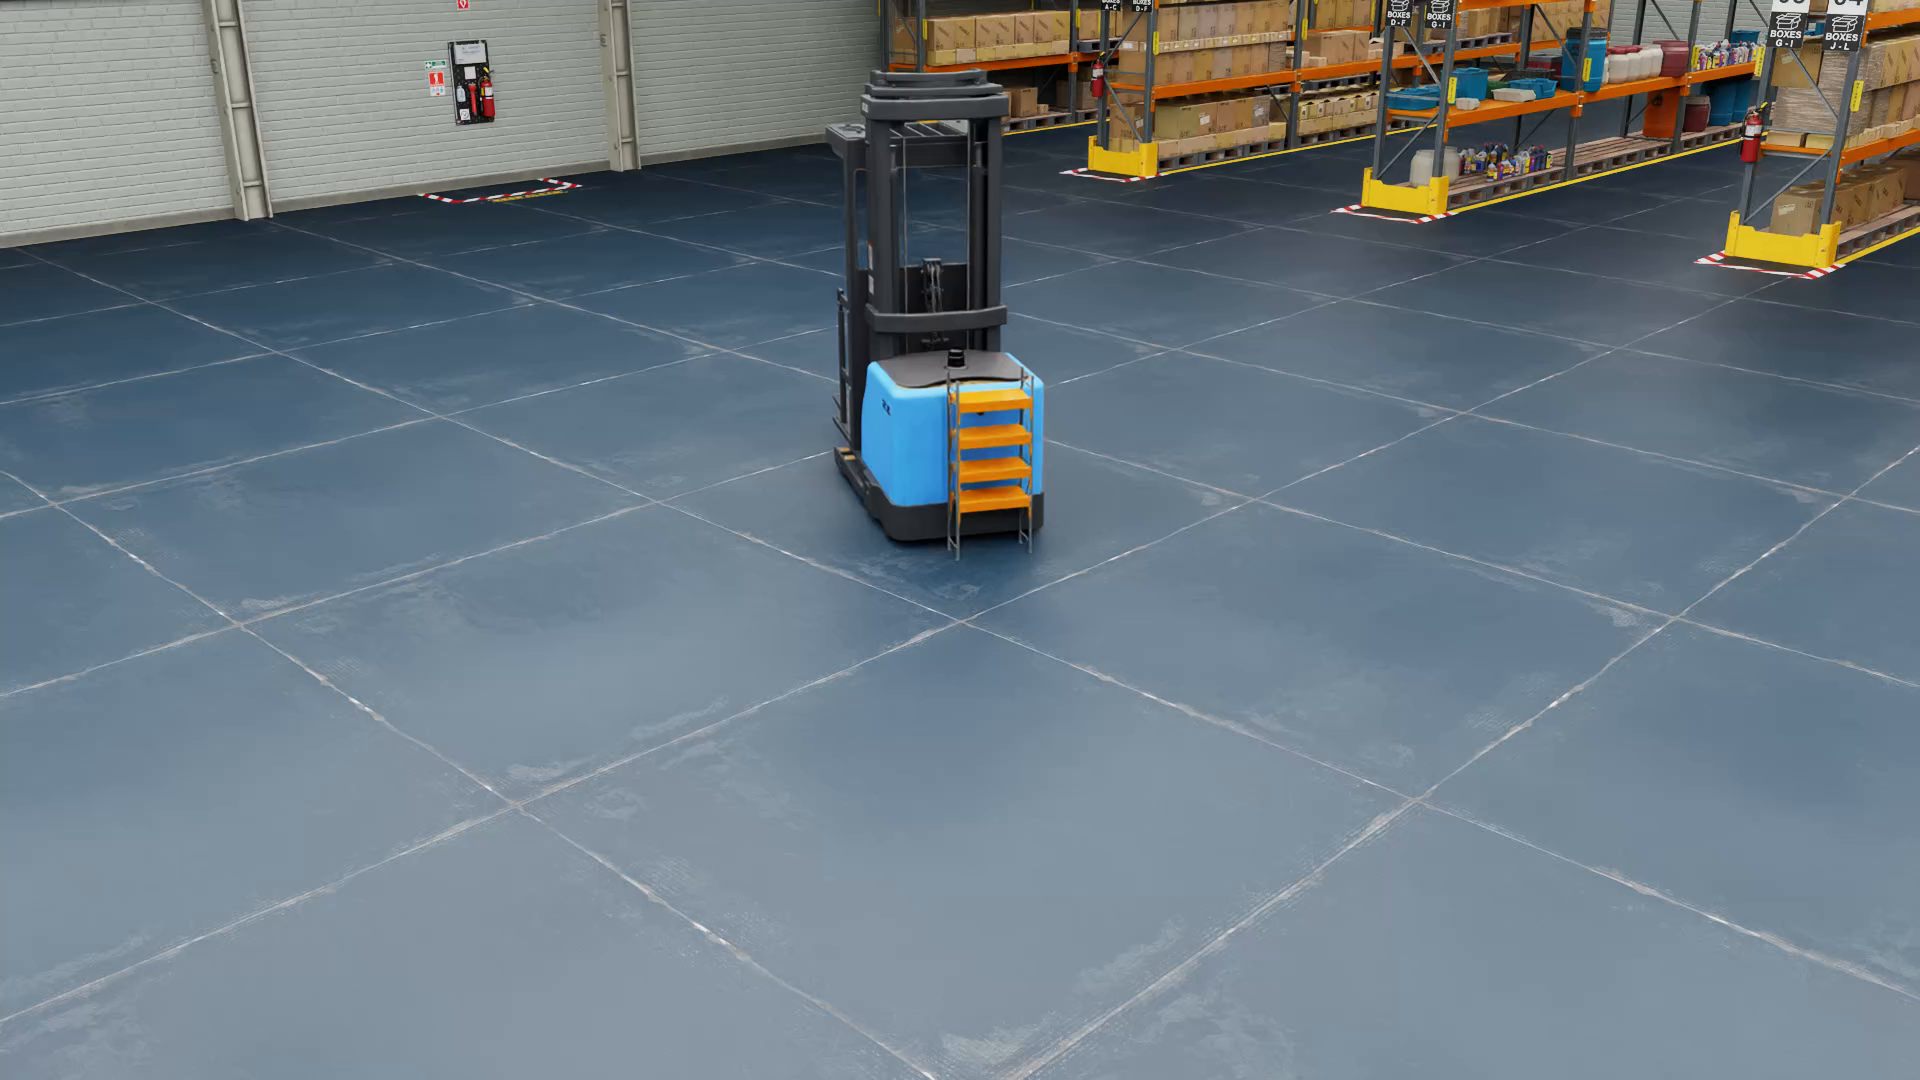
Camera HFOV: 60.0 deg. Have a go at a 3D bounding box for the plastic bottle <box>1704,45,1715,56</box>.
[{"bbox_3d":[13.346,-8.676,29.640,0.152,0.276,0.135,19,28,41],"label":"plastic bottle"}]

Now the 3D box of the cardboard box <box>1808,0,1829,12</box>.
[{"bbox_3d":[9.810,-6.227,19.123,0.500,0.250,0.500,-19,28,-41],"label":"cardboard box"}]

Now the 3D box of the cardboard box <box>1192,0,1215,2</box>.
[{"bbox_3d":[5.111,-11.090,34.119,0.500,0.250,0.500,-19,28,-41],"label":"cardboard box"}]

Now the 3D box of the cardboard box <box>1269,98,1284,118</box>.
[{"bbox_3d":[5.428,-7.568,29.050,0.500,0.311,0.500,19,28,41],"label":"cardboard box"}]

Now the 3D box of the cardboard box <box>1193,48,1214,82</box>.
[{"bbox_3d":[3.609,-7.616,26.569,0.700,0.500,0.500,19,28,41],"label":"cardboard box"}]

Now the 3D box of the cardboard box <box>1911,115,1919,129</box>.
[{"bbox_3d":[12.014,-5.288,21.003,0.380,0.149,0.250,19,28,41],"label":"cardboard box"}]

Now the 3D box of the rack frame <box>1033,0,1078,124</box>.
[{"bbox_3d":[1.800,-9.457,31.498,1.000,3.000,0.127,19,28,41],"label":"rack frame"}]

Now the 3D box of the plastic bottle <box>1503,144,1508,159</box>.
[{"bbox_3d":[8.361,-5.937,25.530,0.097,0.271,0.097,0,21,0],"label":"plastic bottle"}]

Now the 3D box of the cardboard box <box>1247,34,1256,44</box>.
[{"bbox_3d":[4.604,-8.183,27.140,0.380,0.149,0.250,19,28,40],"label":"cardboard box"}]

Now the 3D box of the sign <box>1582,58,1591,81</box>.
[{"bbox_3d":[9.284,-6.966,24.632,0.100,0.325,0.005,19,28,41],"label":"sign"}]

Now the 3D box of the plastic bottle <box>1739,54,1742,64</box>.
[{"bbox_3d":[13.673,-8.464,29.192,0.097,0.201,0.097,0,21,0],"label":"plastic bottle"}]

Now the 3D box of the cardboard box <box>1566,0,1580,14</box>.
[{"bbox_3d":[12.541,-11.236,34.595,0.500,0.500,0.500,-19,28,-40],"label":"cardboard box"}]

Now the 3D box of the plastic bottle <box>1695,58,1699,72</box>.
[{"bbox_3d":[12.322,-7.999,27.884,0.097,0.271,0.097,0,21,0],"label":"plastic bottle"}]

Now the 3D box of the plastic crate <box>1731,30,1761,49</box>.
[{"bbox_3d":[14.560,-9.260,30.924,0.392,0.384,0.575,19,28,41],"label":"plastic crate"}]

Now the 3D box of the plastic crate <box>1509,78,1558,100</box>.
[{"bbox_3d":[8.320,-6.556,24.157,0.499,0.251,0.616,19,28,41],"label":"plastic crate"}]

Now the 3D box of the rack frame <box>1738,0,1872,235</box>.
[{"bbox_3d":[9.656,-4.710,19.147,1.000,3.000,0.127,19,28,41],"label":"rack frame"}]

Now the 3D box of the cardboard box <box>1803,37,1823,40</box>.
[{"bbox_3d":[10.207,-5.695,19.763,0.500,0.500,0.500,19,28,41],"label":"cardboard box"}]

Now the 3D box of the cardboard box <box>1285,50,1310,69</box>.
[{"bbox_3d":[5.663,-8.286,28.660,0.500,0.250,0.500,-18,27,-39],"label":"cardboard box"}]

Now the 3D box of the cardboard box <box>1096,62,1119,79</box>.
[{"bbox_3d":[2.966,-9.288,32.883,0.500,0.250,0.500,18,28,39],"label":"cardboard box"}]

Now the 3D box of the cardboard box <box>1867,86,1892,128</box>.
[{"bbox_3d":[10.702,-5.306,20.144,0.875,0.500,0.500,19,28,41],"label":"cardboard box"}]

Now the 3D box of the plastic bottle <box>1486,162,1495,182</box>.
[{"bbox_3d":[7.595,-5.269,23.792,0.097,0.271,0.097,0,21,0],"label":"plastic bottle"}]

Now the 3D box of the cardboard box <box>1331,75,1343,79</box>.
[{"bbox_3d":[8.328,-10.838,37.989,0.700,0.500,0.500,19,28,40],"label":"cardboard box"}]

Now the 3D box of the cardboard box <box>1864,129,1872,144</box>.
[{"bbox_3d":[10.558,-4.795,19.720,0.380,0.149,0.250,19,28,41],"label":"cardboard box"}]

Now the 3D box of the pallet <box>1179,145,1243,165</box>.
[{"bbox_3d":[3.915,-6.408,27.451,1.003,0.211,1.213,19,28,41],"label":"pallet"}]

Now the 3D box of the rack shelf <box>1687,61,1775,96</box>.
[{"bbox_3d":[13.083,-8.184,29.189,1.077,0.370,4.000,19,28,41],"label":"rack shelf"}]

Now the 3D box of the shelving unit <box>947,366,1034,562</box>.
[{"bbox_3d":[0.191,-0.484,10.662,0.503,1.200,0.258,-6,22,-15],"label":"shelving unit"}]

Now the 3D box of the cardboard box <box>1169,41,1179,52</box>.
[{"bbox_3d":[3.171,-7.655,25.766,0.380,0.149,0.250,18,28,39],"label":"cardboard box"}]

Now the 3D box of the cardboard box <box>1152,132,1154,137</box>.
[{"bbox_3d":[3.064,-6.446,26.911,0.500,0.250,0.500,19,28,41],"label":"cardboard box"}]

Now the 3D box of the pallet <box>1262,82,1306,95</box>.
[{"bbox_3d":[6.896,-9.995,36.784,1.003,0.211,1.213,19,28,41],"label":"pallet"}]

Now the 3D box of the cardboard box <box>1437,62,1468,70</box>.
[{"bbox_3d":[9.723,-9.343,33.027,0.500,0.250,0.500,19,28,41],"label":"cardboard box"}]

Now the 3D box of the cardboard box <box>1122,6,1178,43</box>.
[{"bbox_3d":[2.933,-7.973,25.689,0.700,0.500,0.500,19,28,41],"label":"cardboard box"}]

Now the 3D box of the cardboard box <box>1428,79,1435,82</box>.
[{"bbox_3d":[8.987,-8.717,32.444,0.500,0.500,0.500,18,27,39],"label":"cardboard box"}]

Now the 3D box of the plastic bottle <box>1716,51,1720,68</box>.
[{"bbox_3d":[12.967,-8.236,28.502,0.097,0.271,0.097,0,21,0],"label":"plastic bottle"}]

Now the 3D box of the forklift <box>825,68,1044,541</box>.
[{"bbox_3d":[-0.315,-1.860,11.828,1.130,2.935,3.031,-6,22,-14],"label":"forklift"}]

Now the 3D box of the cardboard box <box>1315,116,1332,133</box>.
[{"bbox_3d":[6.168,-7.303,29.142,0.500,0.250,0.500,-19,28,-41],"label":"cardboard box"}]

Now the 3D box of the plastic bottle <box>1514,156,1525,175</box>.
[{"bbox_3d":[8.180,-5.501,24.388,0.135,0.276,0.152,-20,28,-41],"label":"plastic bottle"}]

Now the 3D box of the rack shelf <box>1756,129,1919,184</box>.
[{"bbox_3d":[11.051,-4.888,20.613,1.077,0.370,4.000,19,28,41],"label":"rack shelf"}]

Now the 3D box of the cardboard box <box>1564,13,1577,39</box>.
[{"bbox_3d":[12.542,-10.776,34.790,0.500,0.500,0.500,19,28,40],"label":"cardboard box"}]

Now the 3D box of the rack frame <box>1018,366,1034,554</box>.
[{"bbox_3d":[0.426,-0.508,10.723,0.015,1.200,0.240,-6,22,-15],"label":"rack frame"}]

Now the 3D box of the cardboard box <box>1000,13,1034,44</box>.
[{"bbox_3d":[0.988,-9.291,30.202,0.500,0.500,0.500,18,28,39],"label":"cardboard box"}]

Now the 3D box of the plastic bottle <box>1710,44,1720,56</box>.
[{"bbox_3d":[13.100,-8.413,28.851,0.144,0.351,0.185,19,28,41],"label":"plastic bottle"}]

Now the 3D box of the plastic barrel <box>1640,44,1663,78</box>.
[{"bbox_3d":[11.124,-7.740,26.875,0.421,0.512,0.421,0,21,0],"label":"plastic barrel"}]

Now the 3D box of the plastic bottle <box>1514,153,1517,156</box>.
[{"bbox_3d":[8.204,-5.564,24.542,0.061,0.283,0.133,19,28,41],"label":"plastic bottle"}]

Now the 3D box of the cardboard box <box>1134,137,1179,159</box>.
[{"bbox_3d":[3.094,-6.185,26.232,0.500,0.250,0.500,19,28,41],"label":"cardboard box"}]

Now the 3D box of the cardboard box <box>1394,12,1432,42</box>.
[{"bbox_3d":[8.500,-9.679,31.351,0.700,0.500,0.500,9,23,23],"label":"cardboard box"}]

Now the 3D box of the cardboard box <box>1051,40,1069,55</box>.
[{"bbox_3d":[1.686,-9.199,31.007,0.500,0.250,0.500,19,28,41],"label":"cardboard box"}]

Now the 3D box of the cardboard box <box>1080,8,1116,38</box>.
[{"bbox_3d":[2.574,-9.973,32.089,0.500,0.500,0.700,-17,27,-37],"label":"cardboard box"}]

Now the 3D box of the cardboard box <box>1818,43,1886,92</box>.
[{"bbox_3d":[10.235,-5.435,19.086,0.500,0.500,0.500,19,28,41],"label":"cardboard box"}]

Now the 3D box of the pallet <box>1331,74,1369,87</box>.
[{"bbox_3d":[8.818,-10.703,38.626,1.003,0.211,1.213,19,28,41],"label":"pallet"}]

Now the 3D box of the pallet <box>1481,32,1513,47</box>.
[{"bbox_3d":[10.297,-10.007,33.196,1.003,0.211,1.213,19,28,41],"label":"pallet"}]

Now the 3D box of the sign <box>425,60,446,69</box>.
[{"bbox_3d":[-7.509,-6.804,23.807,0.001,0.109,0.331,19,28,41],"label":"sign"}]

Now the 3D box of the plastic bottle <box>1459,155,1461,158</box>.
[{"bbox_3d":[7.270,-5.523,24.446,0.152,0.276,0.135,20,28,41],"label":"plastic bottle"}]

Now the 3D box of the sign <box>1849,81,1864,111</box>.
[{"bbox_3d":[10.045,-4.978,18.638,0.100,0.325,0.005,19,28,41],"label":"sign"}]

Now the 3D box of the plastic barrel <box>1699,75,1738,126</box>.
[{"bbox_3d":[13.593,-7.933,29.872,0.600,0.901,0.708,19,28,41],"label":"plastic barrel"}]

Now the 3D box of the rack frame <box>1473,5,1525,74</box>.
[{"bbox_3d":[10.932,-10.275,33.625,1.000,3.000,0.127,19,28,41],"label":"rack frame"}]

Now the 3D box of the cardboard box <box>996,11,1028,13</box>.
[{"bbox_3d":[0.958,-9.546,30.865,0.500,0.500,0.500,19,28,40],"label":"cardboard box"}]

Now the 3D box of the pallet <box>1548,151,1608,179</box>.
[{"bbox_3d":[9.418,-5.887,26.098,1.003,0.211,1.213,19,28,41],"label":"pallet"}]

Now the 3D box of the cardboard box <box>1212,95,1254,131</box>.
[{"bbox_3d":[4.481,-7.052,27.442,0.500,0.500,0.500,19,28,41],"label":"cardboard box"}]
